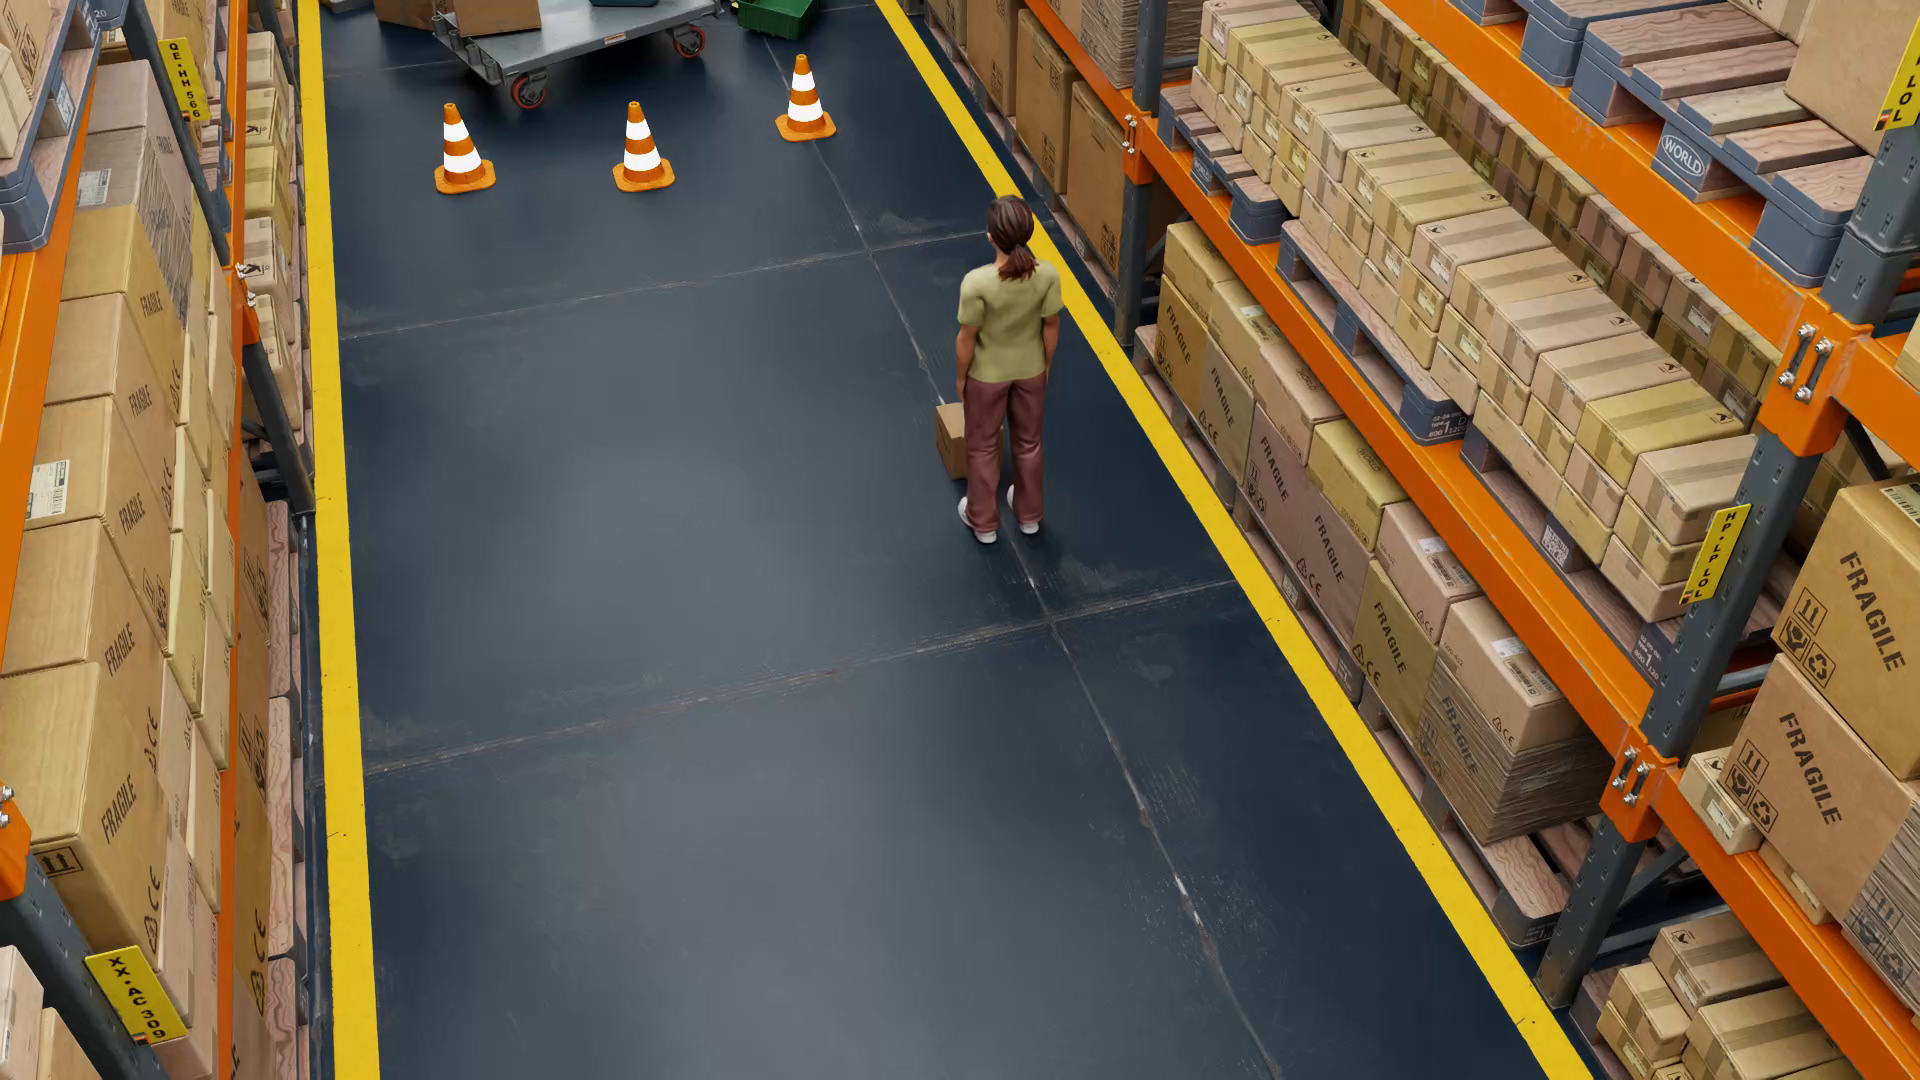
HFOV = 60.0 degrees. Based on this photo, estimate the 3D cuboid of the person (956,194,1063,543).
[{"bbox_3d":[0.188,-0.691,6.914,0.441,1.677,0.383,-11,44,-12],"label":"person"}]
